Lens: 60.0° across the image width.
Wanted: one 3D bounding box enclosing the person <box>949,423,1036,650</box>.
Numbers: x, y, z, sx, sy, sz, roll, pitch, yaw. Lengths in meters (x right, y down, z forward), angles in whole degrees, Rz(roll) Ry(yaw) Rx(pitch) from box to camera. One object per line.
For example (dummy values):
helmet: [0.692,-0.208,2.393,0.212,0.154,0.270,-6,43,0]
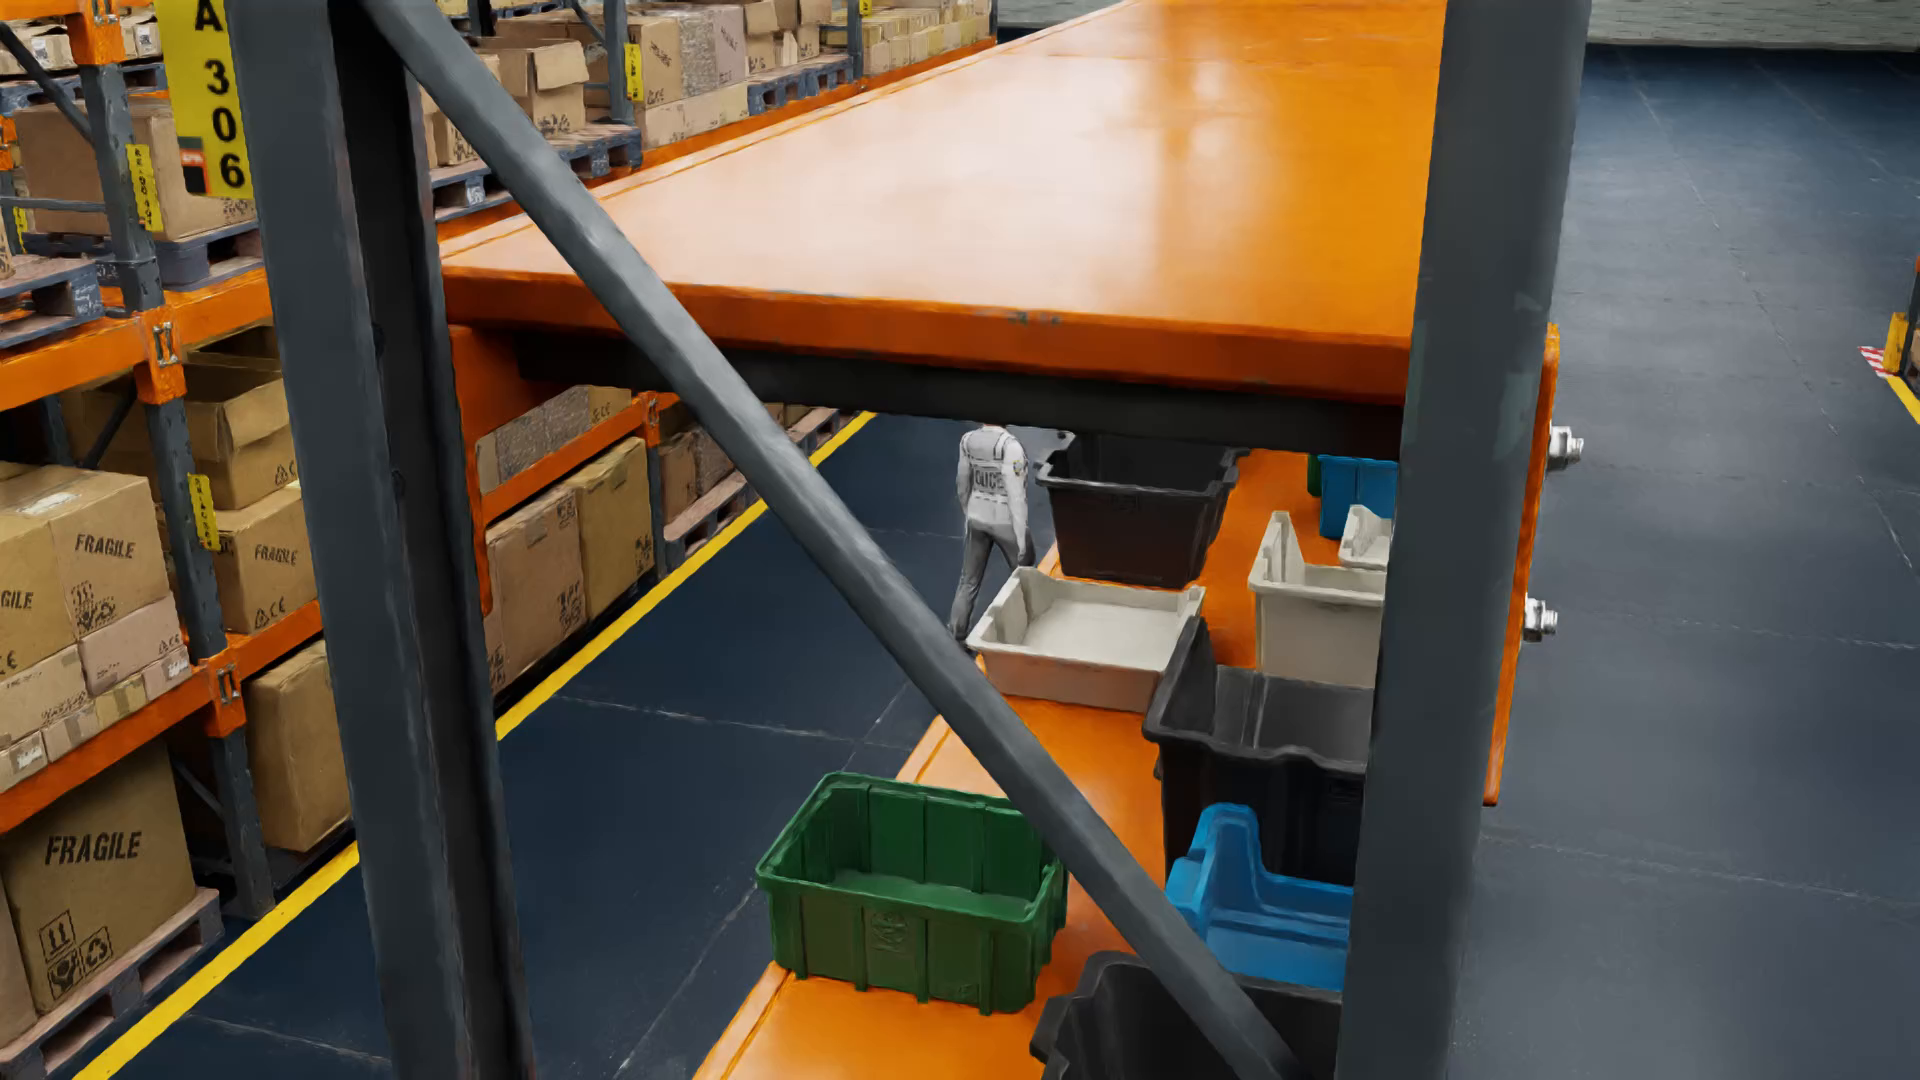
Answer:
person: [0.262,-0.091,9.774,0.649,1.647,0.622,18,28,38]
